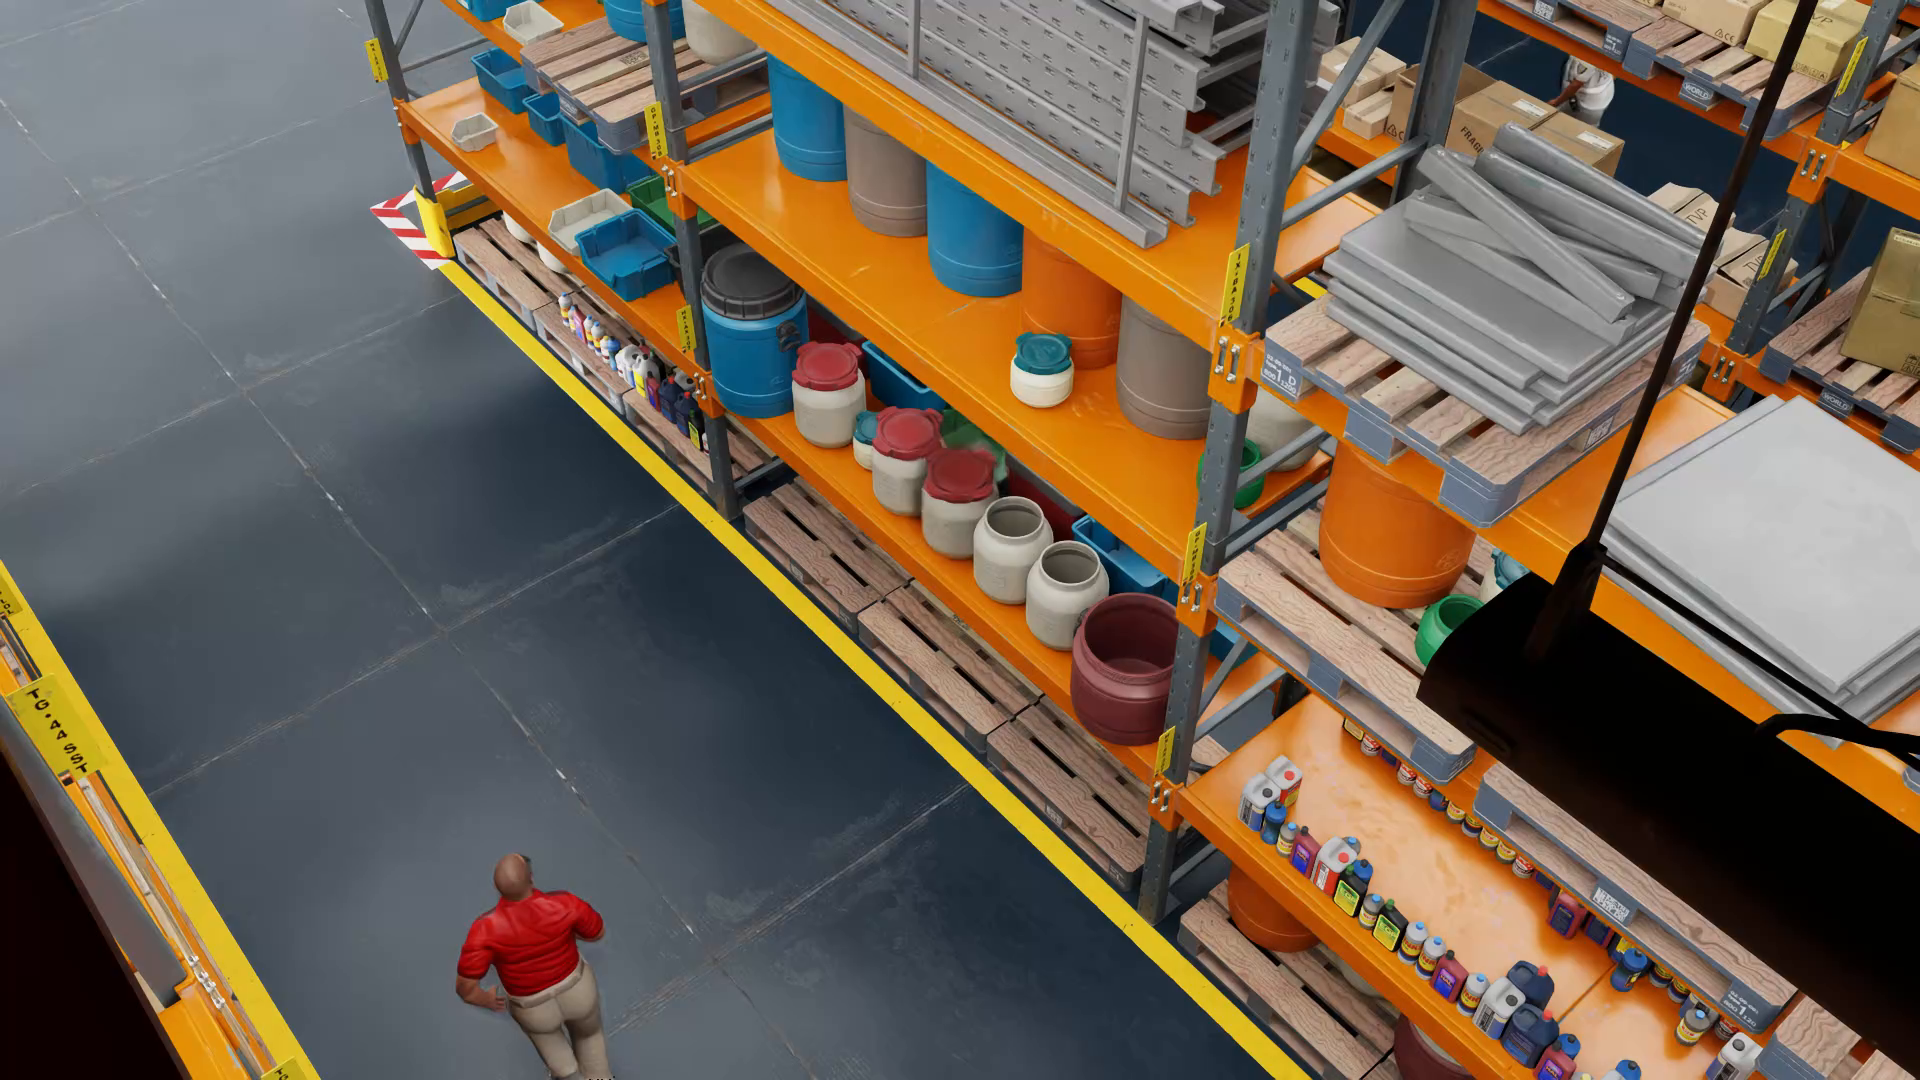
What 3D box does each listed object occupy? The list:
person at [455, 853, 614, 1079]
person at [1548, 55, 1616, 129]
[{"bbox_3d":[-1.940,2.154,7.819,0.714,1.633,0.710,-24,51,-21],"label":"person"},{"bbox_3d":[4.870,-3.529,13.190,0.947,1.612,0.537,25,51,22],"label":"person"}]
